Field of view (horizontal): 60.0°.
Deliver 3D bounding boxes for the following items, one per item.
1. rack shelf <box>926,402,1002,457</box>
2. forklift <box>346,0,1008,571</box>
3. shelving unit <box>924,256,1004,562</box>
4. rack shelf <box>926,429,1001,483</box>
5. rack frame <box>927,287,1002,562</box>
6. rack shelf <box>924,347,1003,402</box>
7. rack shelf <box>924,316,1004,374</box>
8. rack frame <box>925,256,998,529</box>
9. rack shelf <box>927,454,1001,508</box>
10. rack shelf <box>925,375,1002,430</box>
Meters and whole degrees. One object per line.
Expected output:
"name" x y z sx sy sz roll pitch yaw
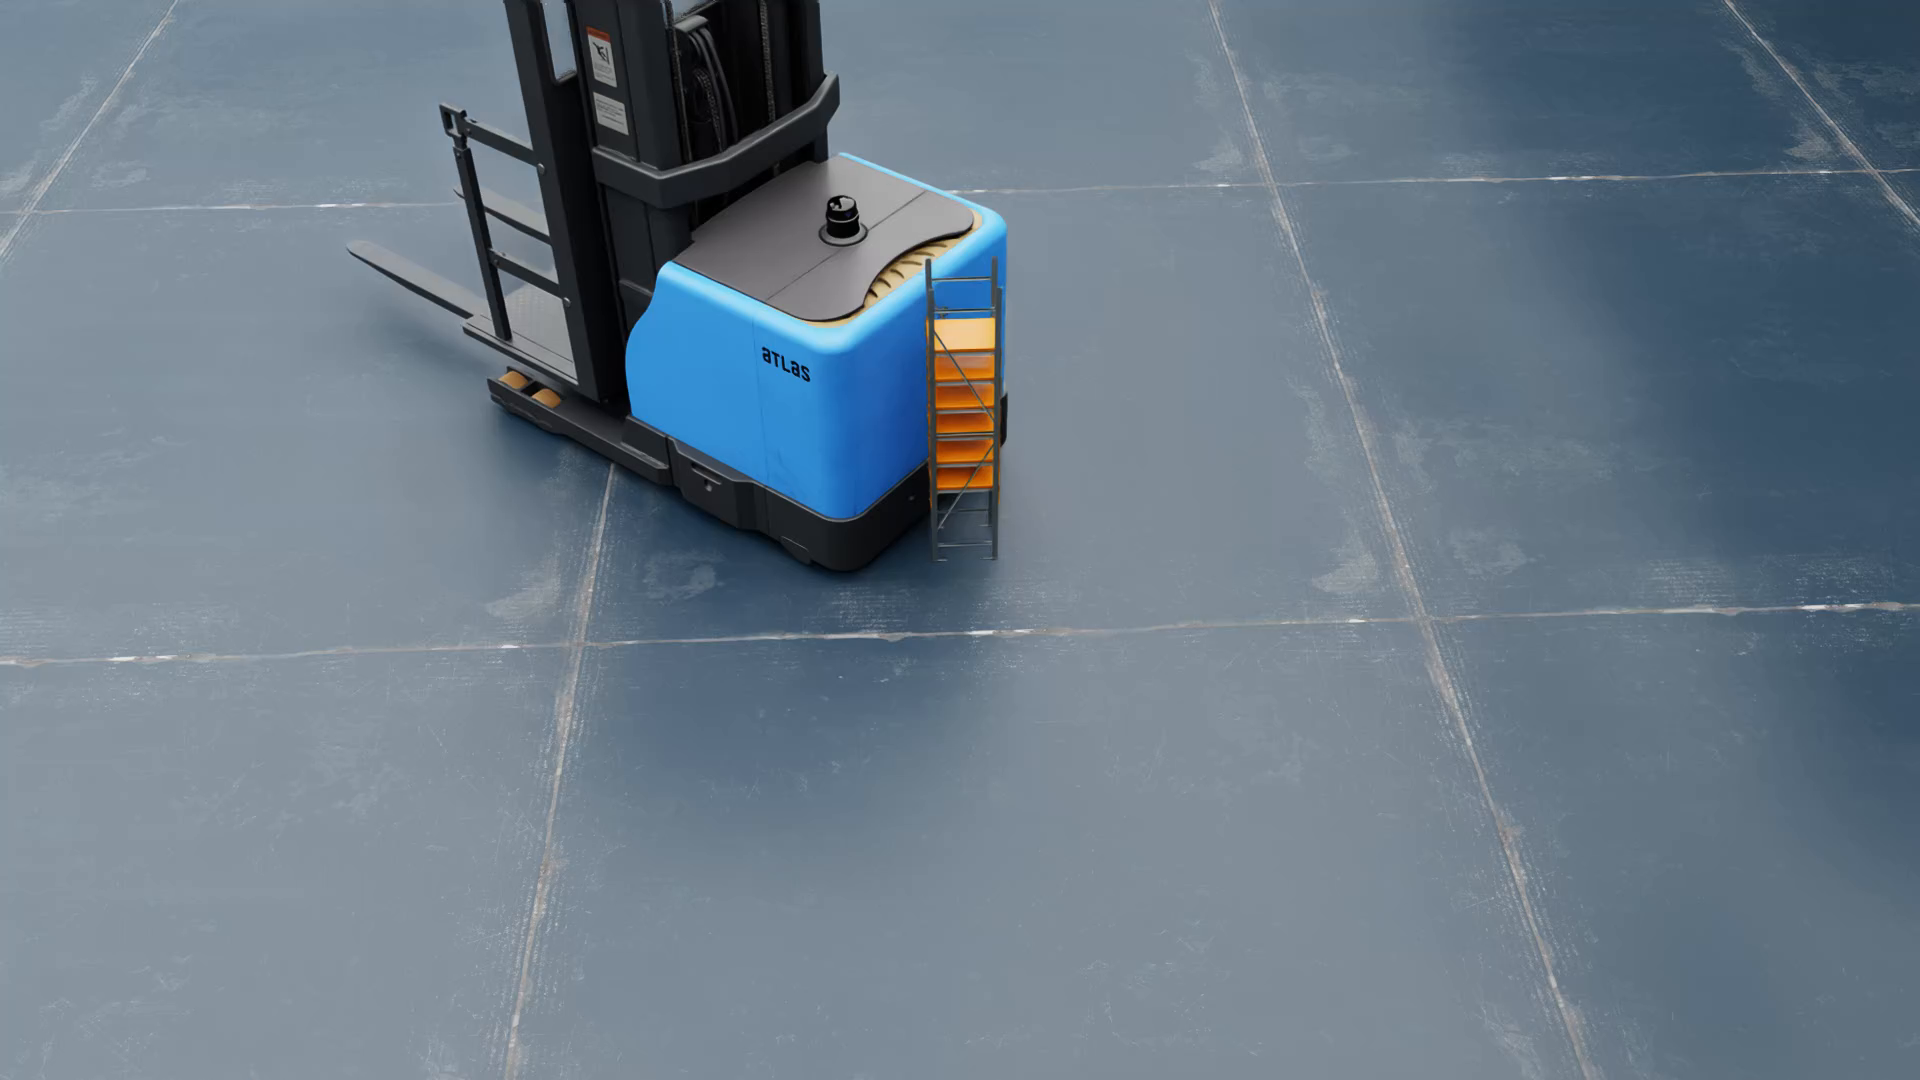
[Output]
"rack shelf" 0.012 -0.395 5.858 0.258 0.103 0.180 -2 43 -2
"forklift" -1.300 -1.783 6.026 3.031 2.935 1.130 27 49 26
"shelving unit" 0.012 -0.428 5.828 0.258 1.200 0.189 -2 43 -2
"rack shelf" 0.012 -0.307 5.939 0.258 0.103 0.180 -2 43 -2
"rack frame" 0.017 -0.366 5.761 0.240 1.200 0.006 -2 43 -2
"rack shelf" 0.011 -0.572 5.696 0.258 0.103 0.180 -2 43 -2
"rack shelf" 0.011 -0.661 5.615 0.258 0.103 0.180 -2 43 -2
"rack frame" 0.007 -0.490 5.896 0.240 1.200 0.006 -2 43 -2
"rack shelf" 0.012 -0.218 6.020 0.258 0.103 0.180 -2 43 -2
"rack shelf" 0.011 -0.484 5.777 0.258 0.103 0.180 -2 43 -2
